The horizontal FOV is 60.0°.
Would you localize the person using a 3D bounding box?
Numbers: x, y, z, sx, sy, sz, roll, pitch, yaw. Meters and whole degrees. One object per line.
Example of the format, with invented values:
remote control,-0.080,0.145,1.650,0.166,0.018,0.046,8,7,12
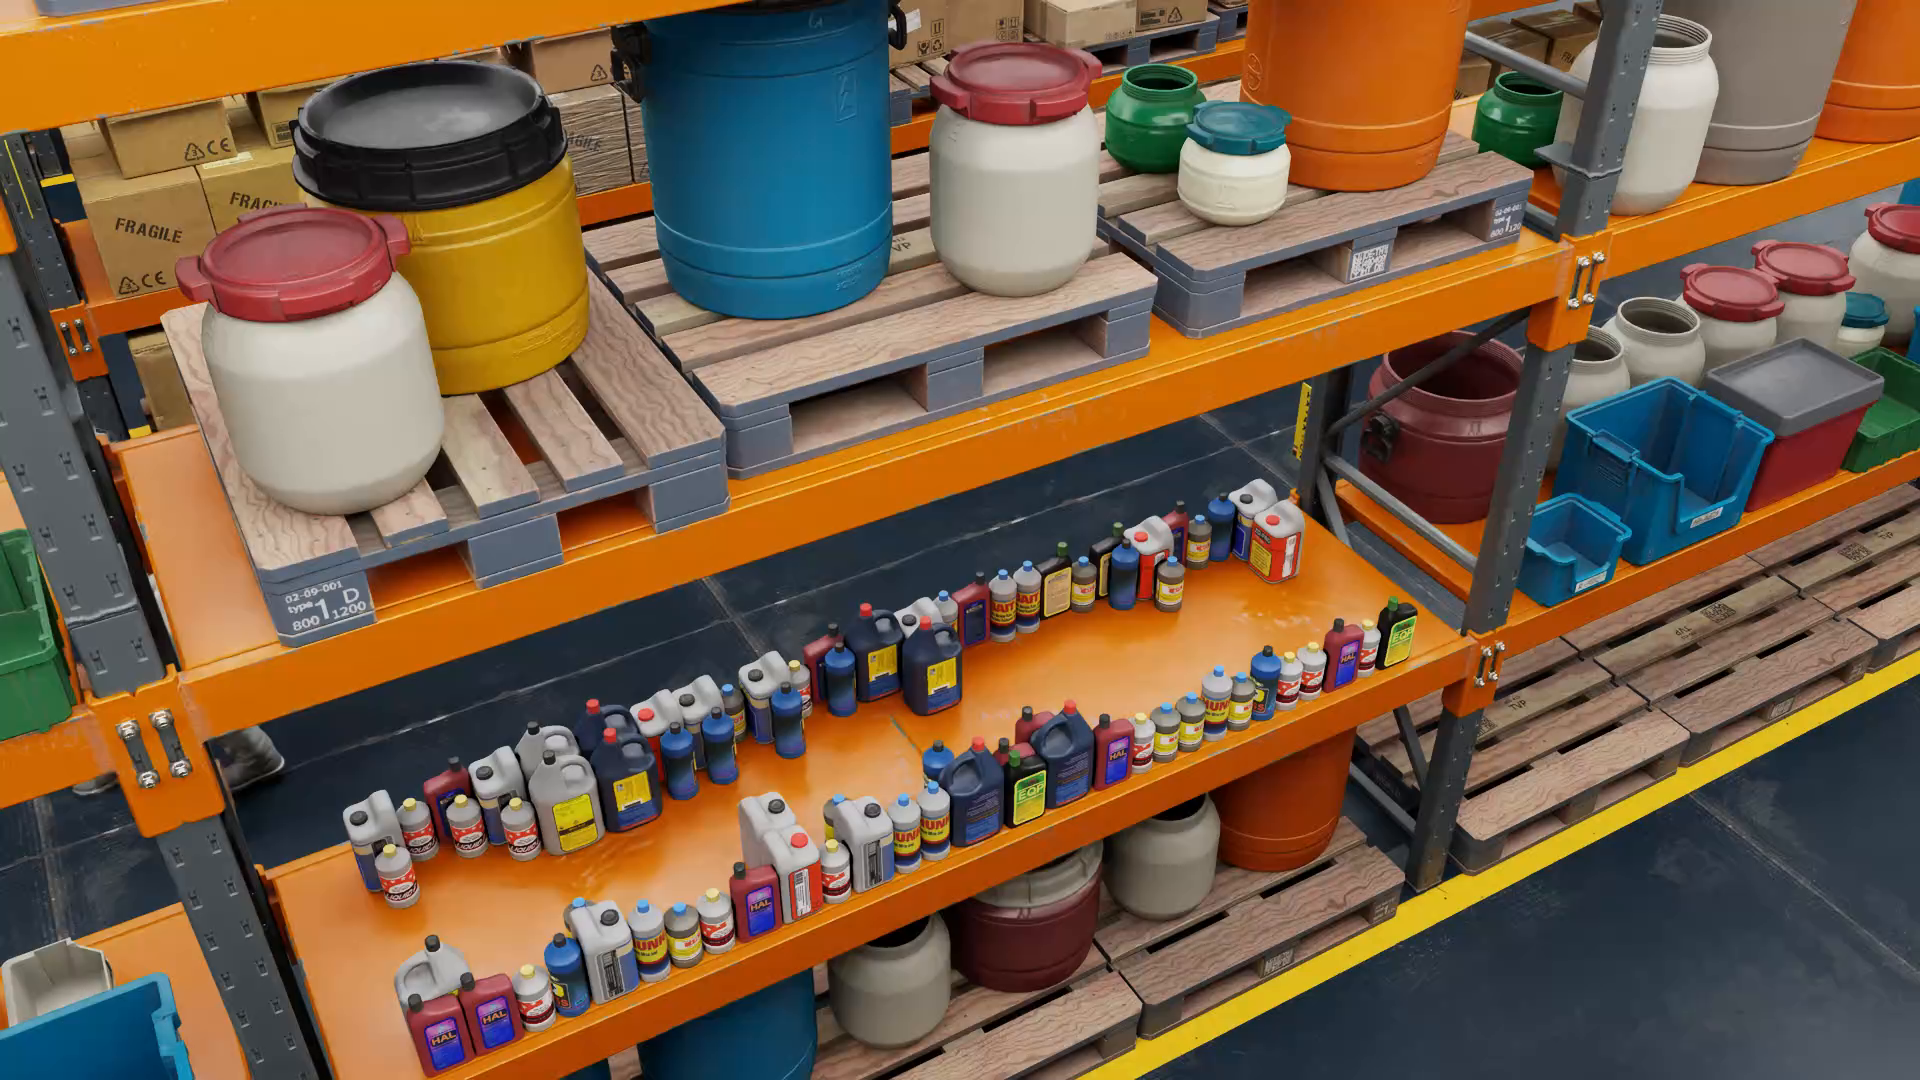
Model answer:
person,-3.278,0.330,6.476,0.864,1.781,0.607,-11,38,-14
